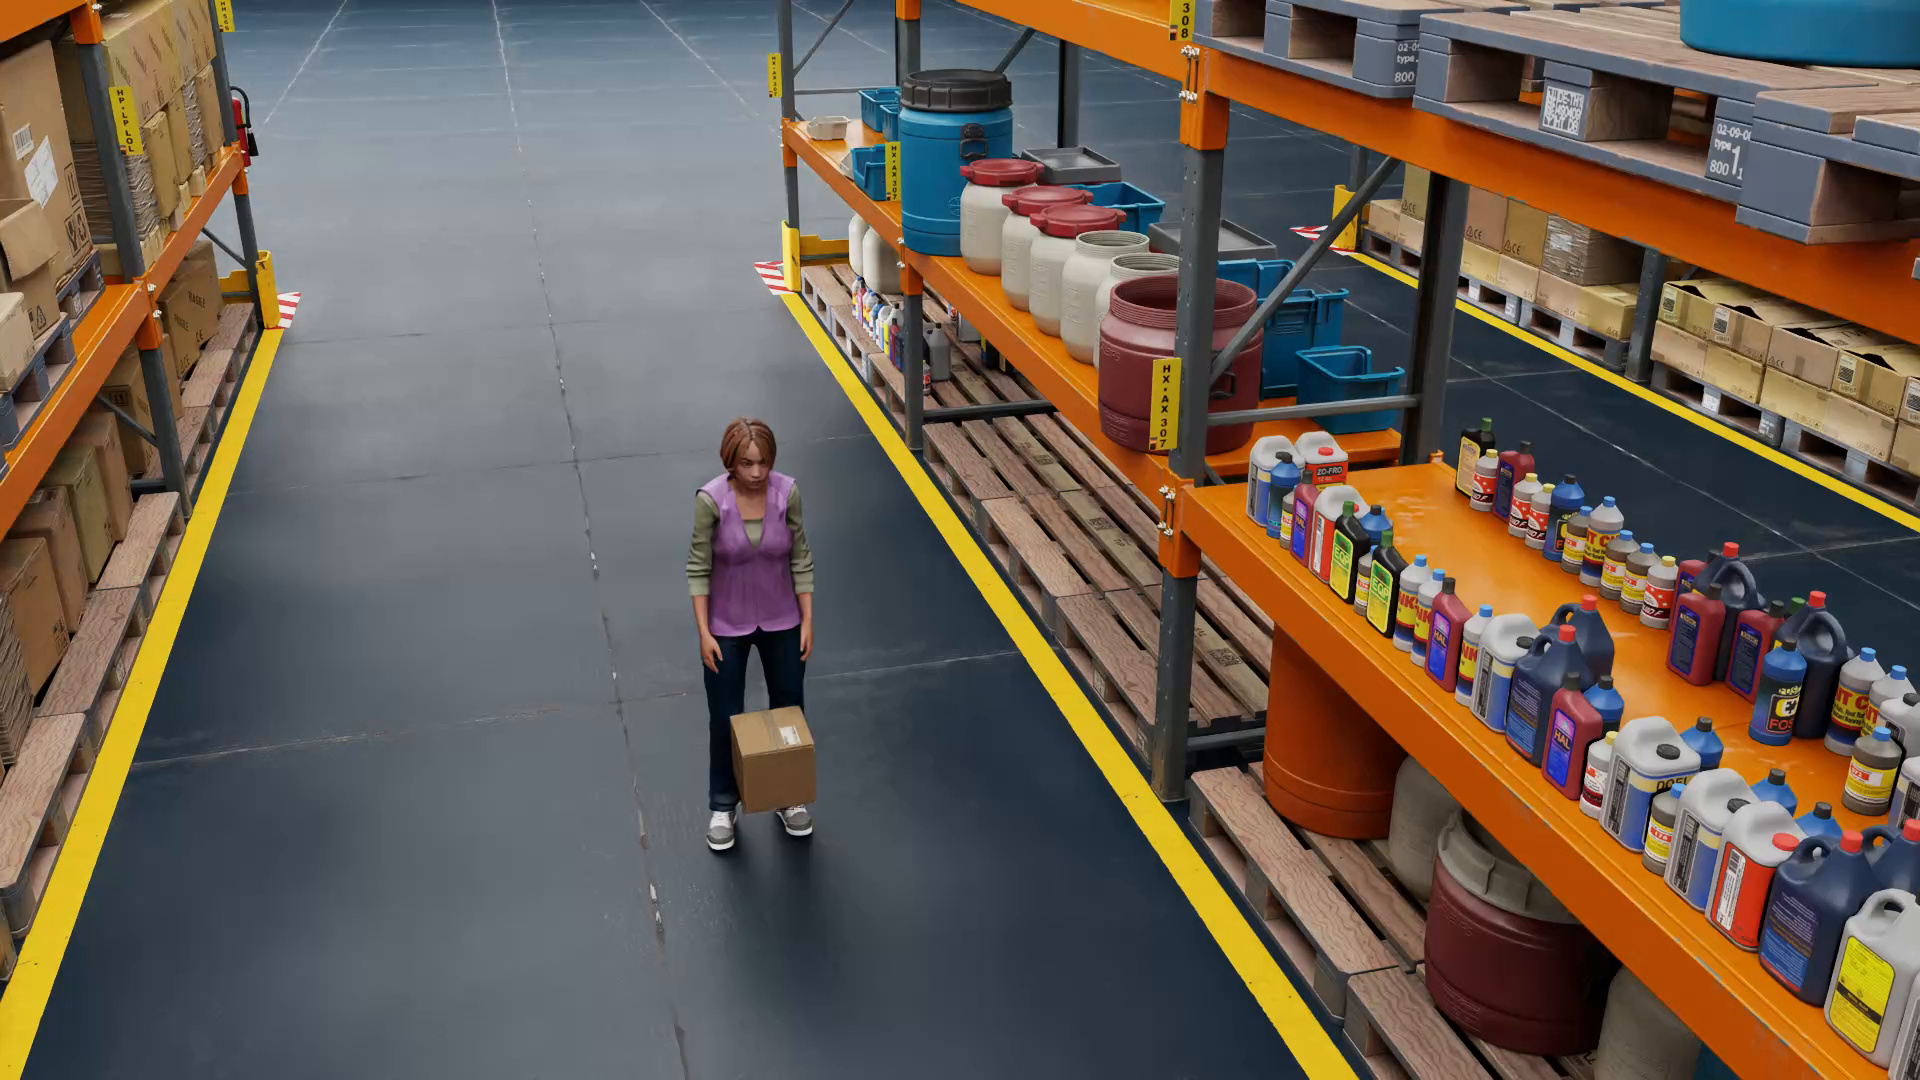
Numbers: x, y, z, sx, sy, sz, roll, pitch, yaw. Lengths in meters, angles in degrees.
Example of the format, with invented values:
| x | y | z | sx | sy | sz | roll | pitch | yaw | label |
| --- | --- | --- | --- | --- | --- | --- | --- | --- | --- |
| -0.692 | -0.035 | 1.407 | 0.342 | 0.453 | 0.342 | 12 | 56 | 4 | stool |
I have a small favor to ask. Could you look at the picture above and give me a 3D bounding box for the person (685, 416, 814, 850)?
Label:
| x | y | z | sx | sy | sz | roll | pitch | yaw | label |
| --- | --- | --- | --- | --- | --- | --- | --- | --- | --- |
| -0.728 | 0.316 | 5.870 | 0.453 | 1.597 | 0.336 | -7 | 24 | -16 | person |
